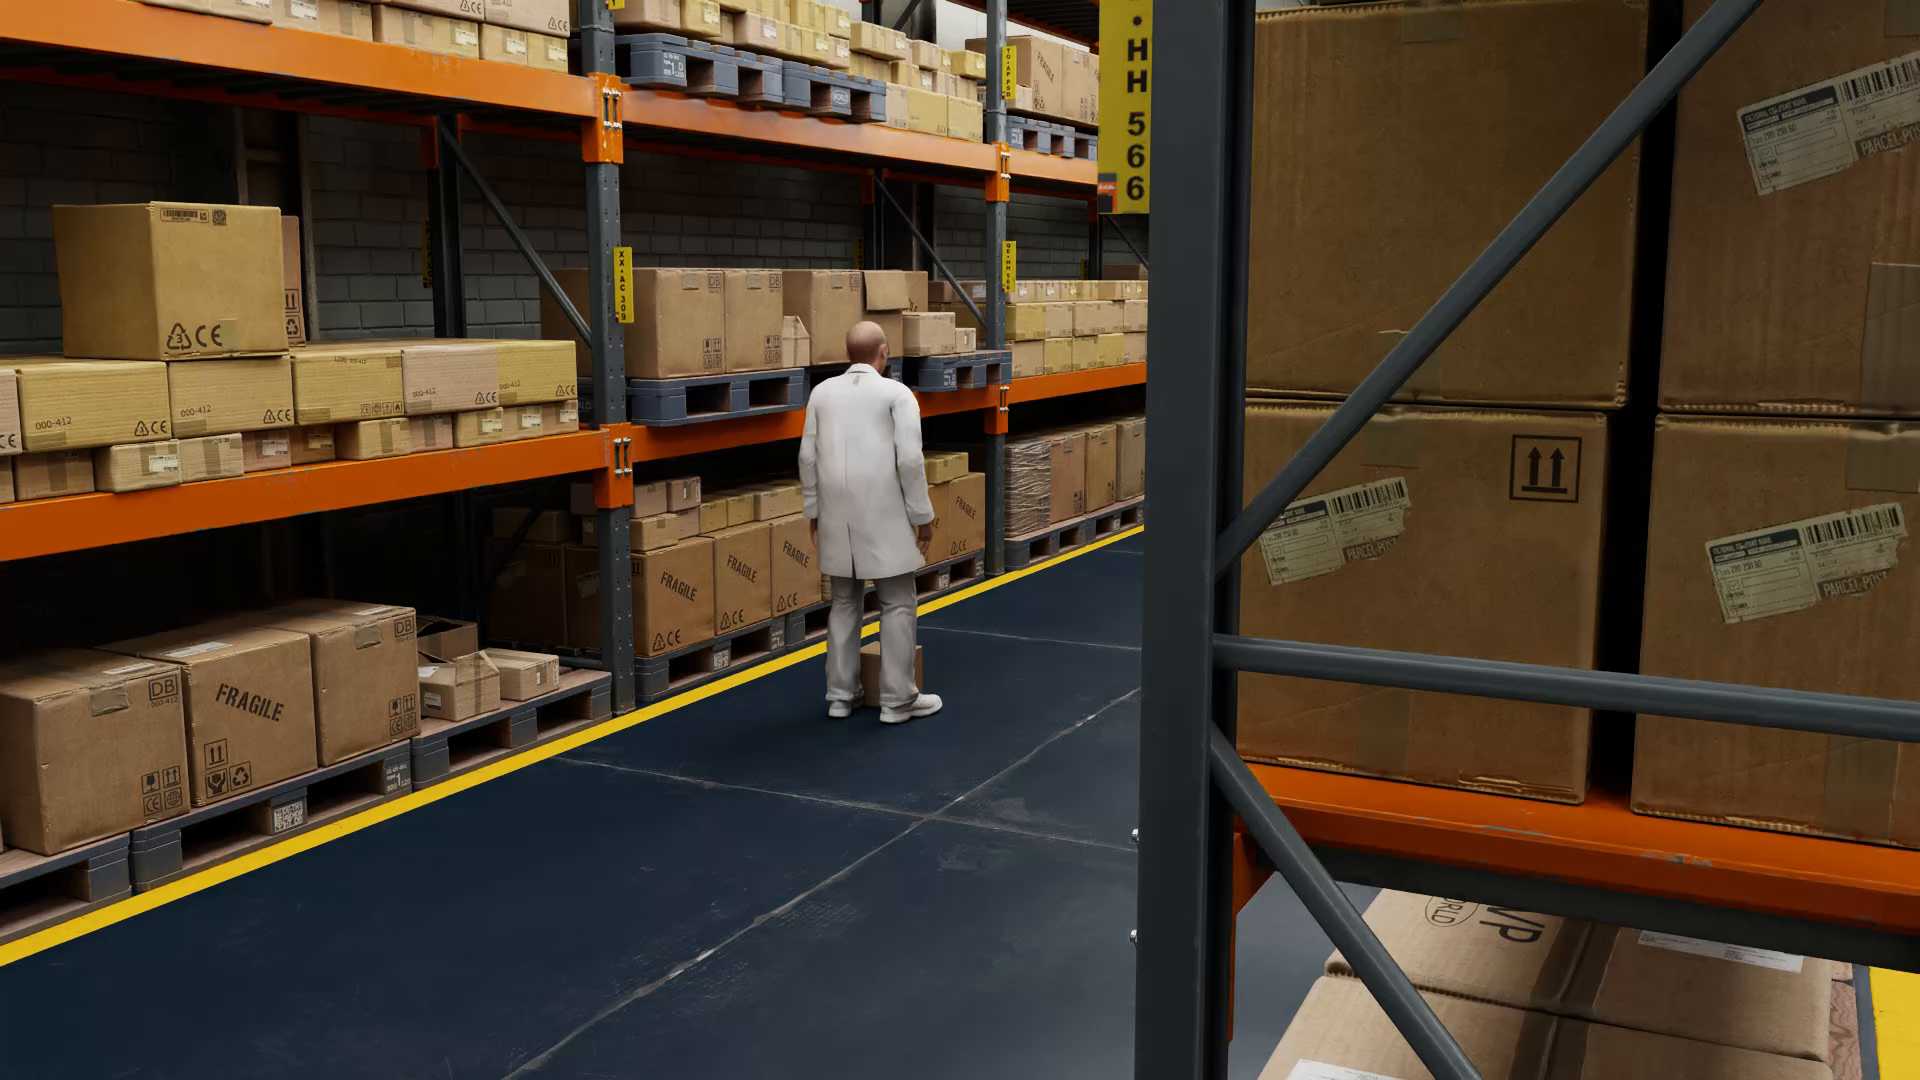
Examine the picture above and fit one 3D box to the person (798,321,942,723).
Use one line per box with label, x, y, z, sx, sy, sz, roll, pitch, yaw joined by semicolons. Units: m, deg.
person;-0.416;-0.085;7.455;0.648;1.774;0.421;4;10;24
